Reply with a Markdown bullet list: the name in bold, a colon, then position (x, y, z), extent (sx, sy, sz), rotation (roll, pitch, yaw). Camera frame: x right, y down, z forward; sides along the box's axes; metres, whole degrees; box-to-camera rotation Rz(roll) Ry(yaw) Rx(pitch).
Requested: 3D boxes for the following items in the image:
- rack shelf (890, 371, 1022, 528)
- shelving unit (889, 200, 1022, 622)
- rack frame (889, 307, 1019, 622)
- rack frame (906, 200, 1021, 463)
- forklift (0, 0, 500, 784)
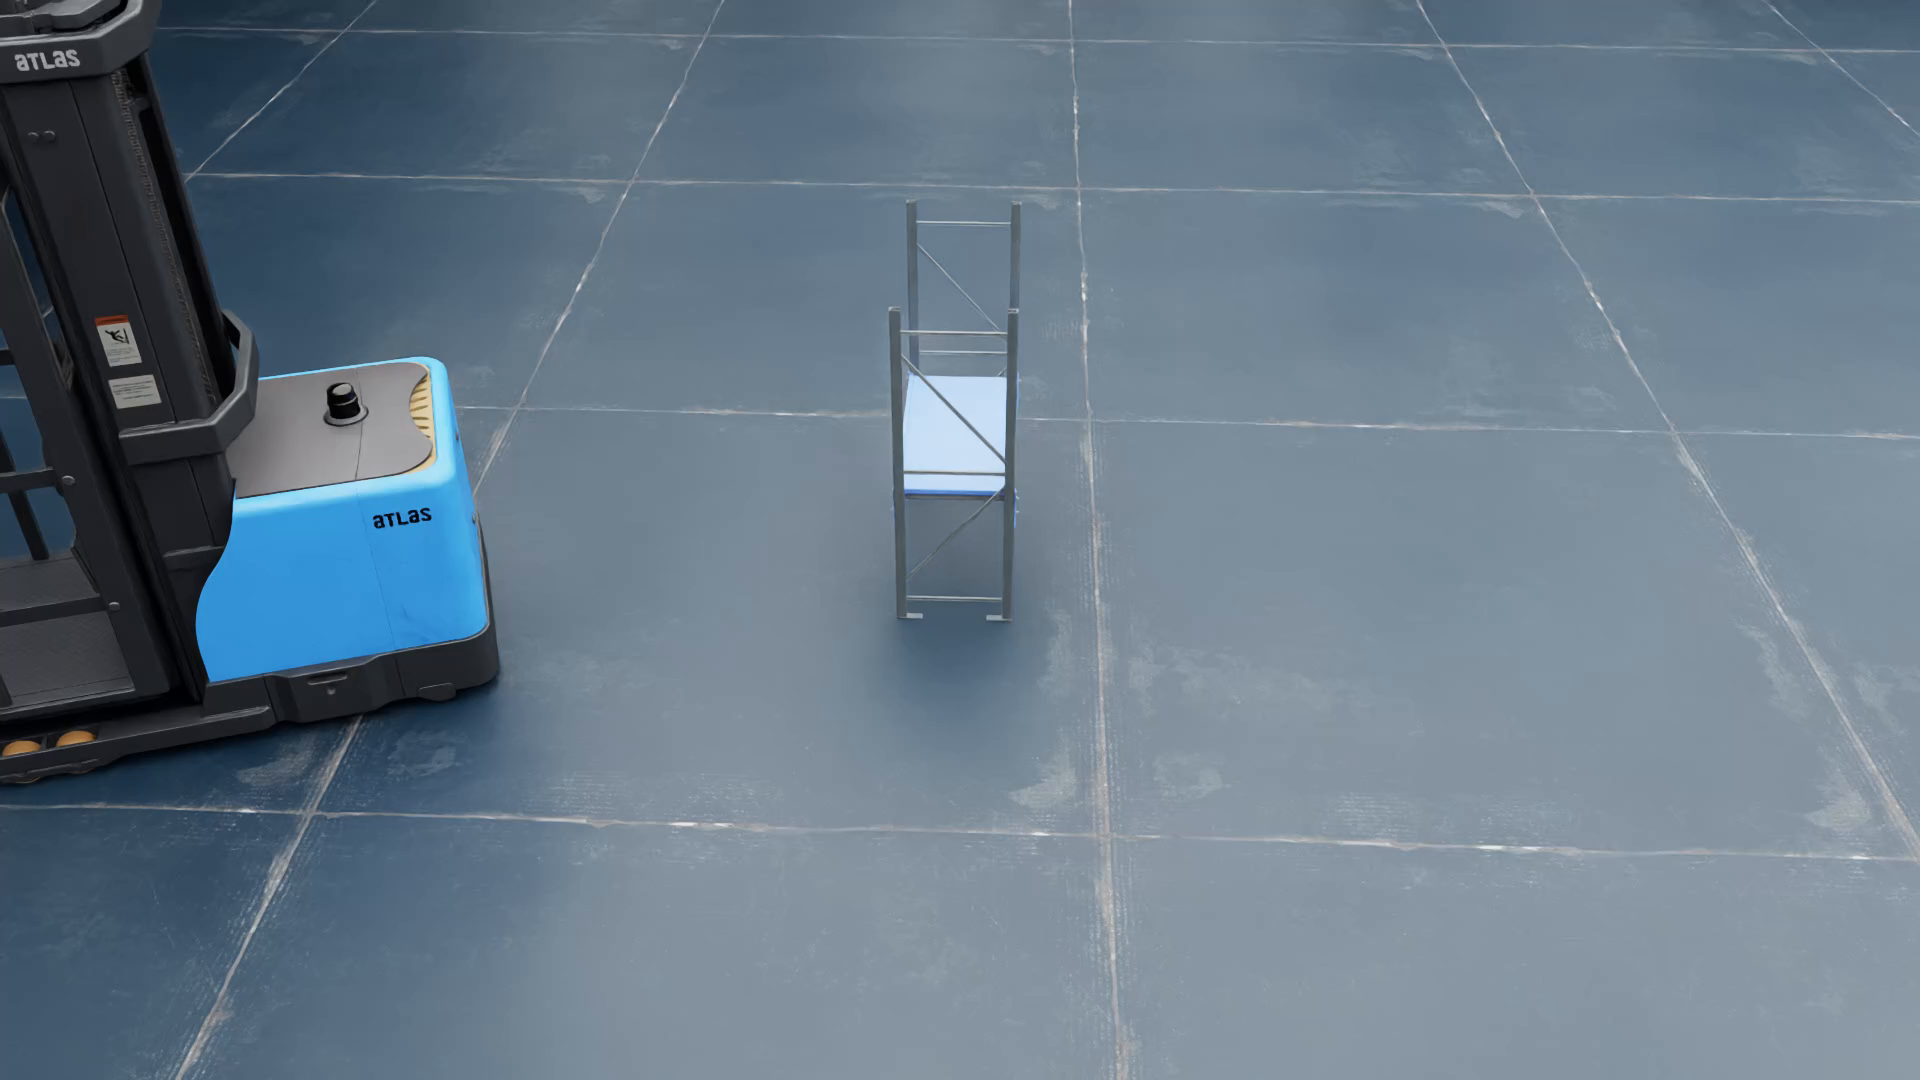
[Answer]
- **rack shelf**: position (-0.003, -0.417, 7.352), extent (0.538, 0.185, 1.000), rotation (1, 35, 2)
- **shelving unit**: position (-0.003, -0.565, 7.249), extent (0.538, 1.500, 1.048), rotation (1, 35, 2)
- **rack frame**: position (-0.024, -0.273, 6.833), extent (0.500, 1.500, 0.032), rotation (1, 35, 2)
- **rack frame**: position (0.017, -0.857, 7.665), extent (0.500, 1.500, 0.032), rotation (1, 35, 2)
- **forklift**: position (-3.478, -0.600, 6.055), extent (3.031, 2.935, 1.130), rotation (-10, 36, -14)
